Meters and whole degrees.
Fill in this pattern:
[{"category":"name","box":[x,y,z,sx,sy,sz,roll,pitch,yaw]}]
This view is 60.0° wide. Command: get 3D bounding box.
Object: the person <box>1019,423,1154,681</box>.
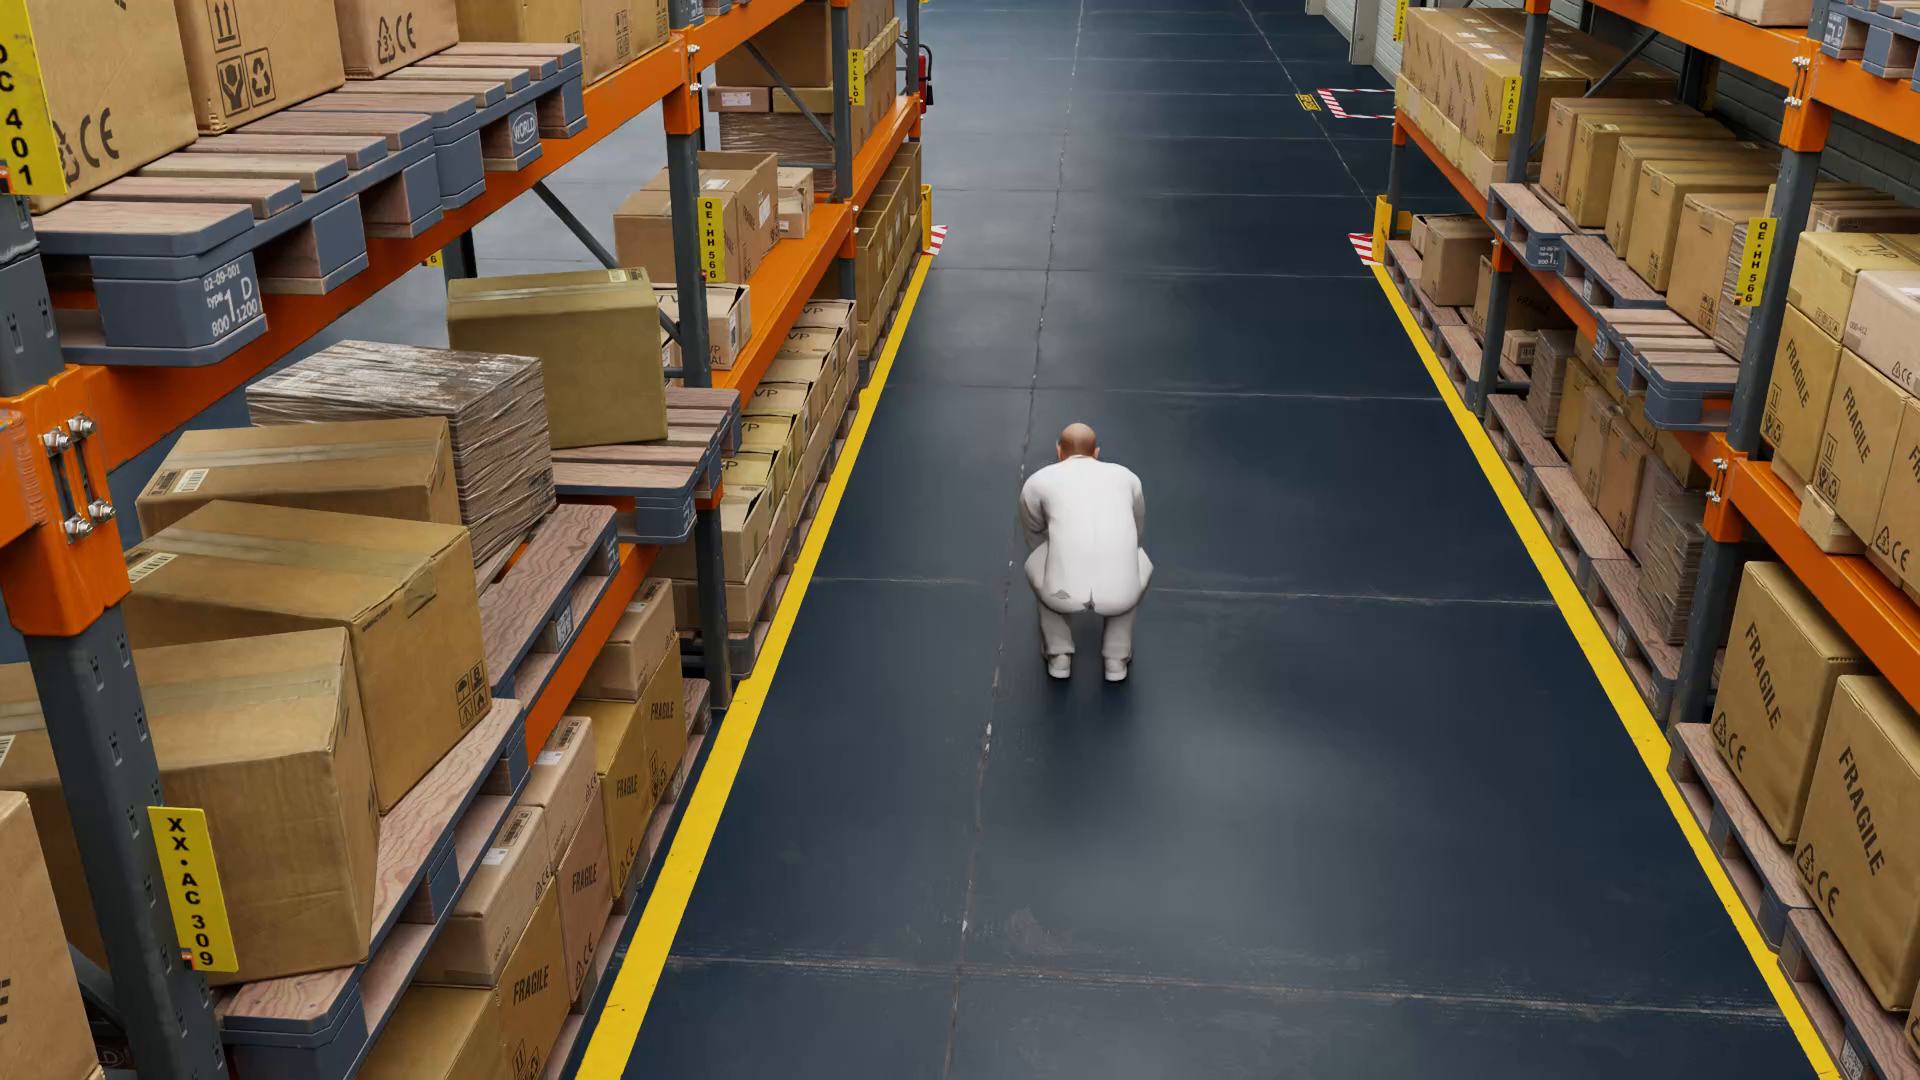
[{"category":"person","box":[0.564,0.051,7.480,0.613,0.985,0.916,2,24,4]}]
